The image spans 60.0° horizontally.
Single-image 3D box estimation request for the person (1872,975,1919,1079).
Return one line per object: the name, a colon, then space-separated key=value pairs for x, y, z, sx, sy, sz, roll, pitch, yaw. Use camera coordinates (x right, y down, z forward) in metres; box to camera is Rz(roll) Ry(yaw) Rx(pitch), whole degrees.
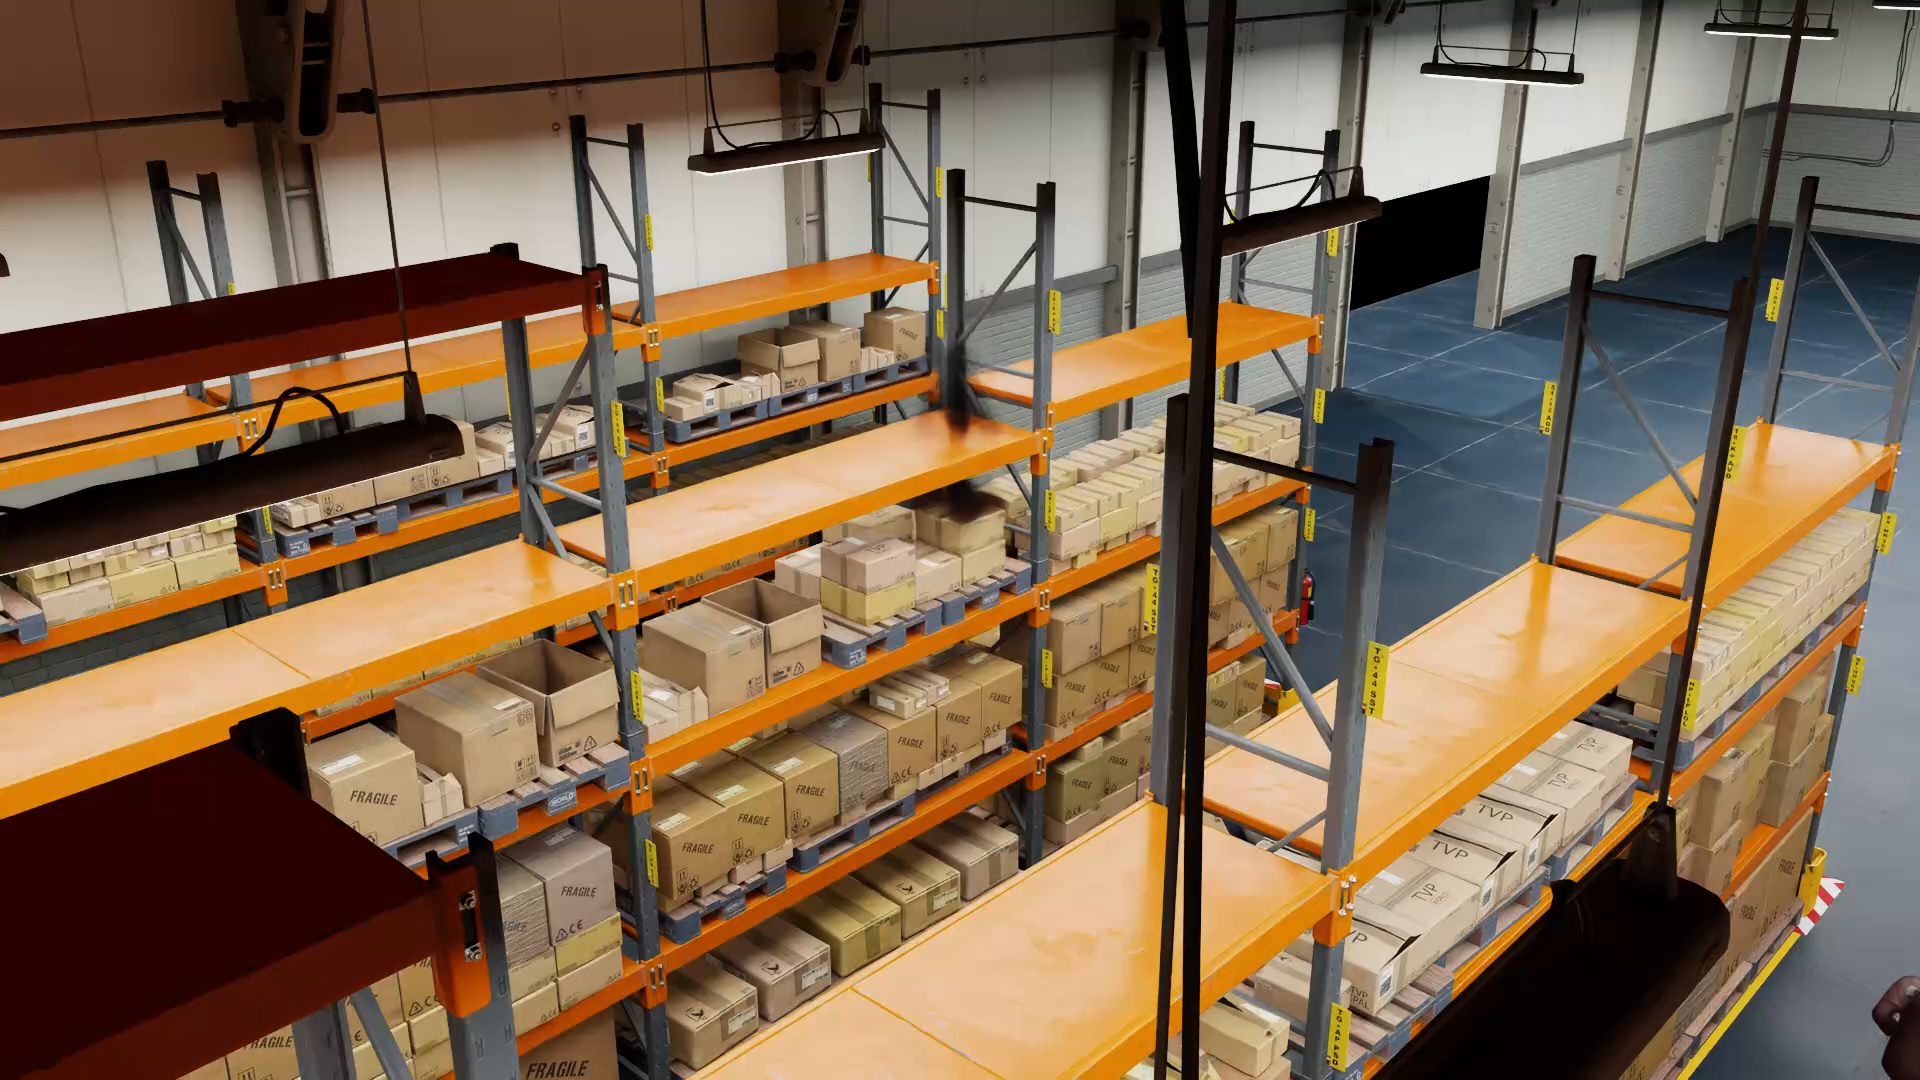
person: x=6.286 y=3.402 z=10.844 sx=0.711 sy=1.764 sz=0.918 roll=12 pitch=24 yaw=28
